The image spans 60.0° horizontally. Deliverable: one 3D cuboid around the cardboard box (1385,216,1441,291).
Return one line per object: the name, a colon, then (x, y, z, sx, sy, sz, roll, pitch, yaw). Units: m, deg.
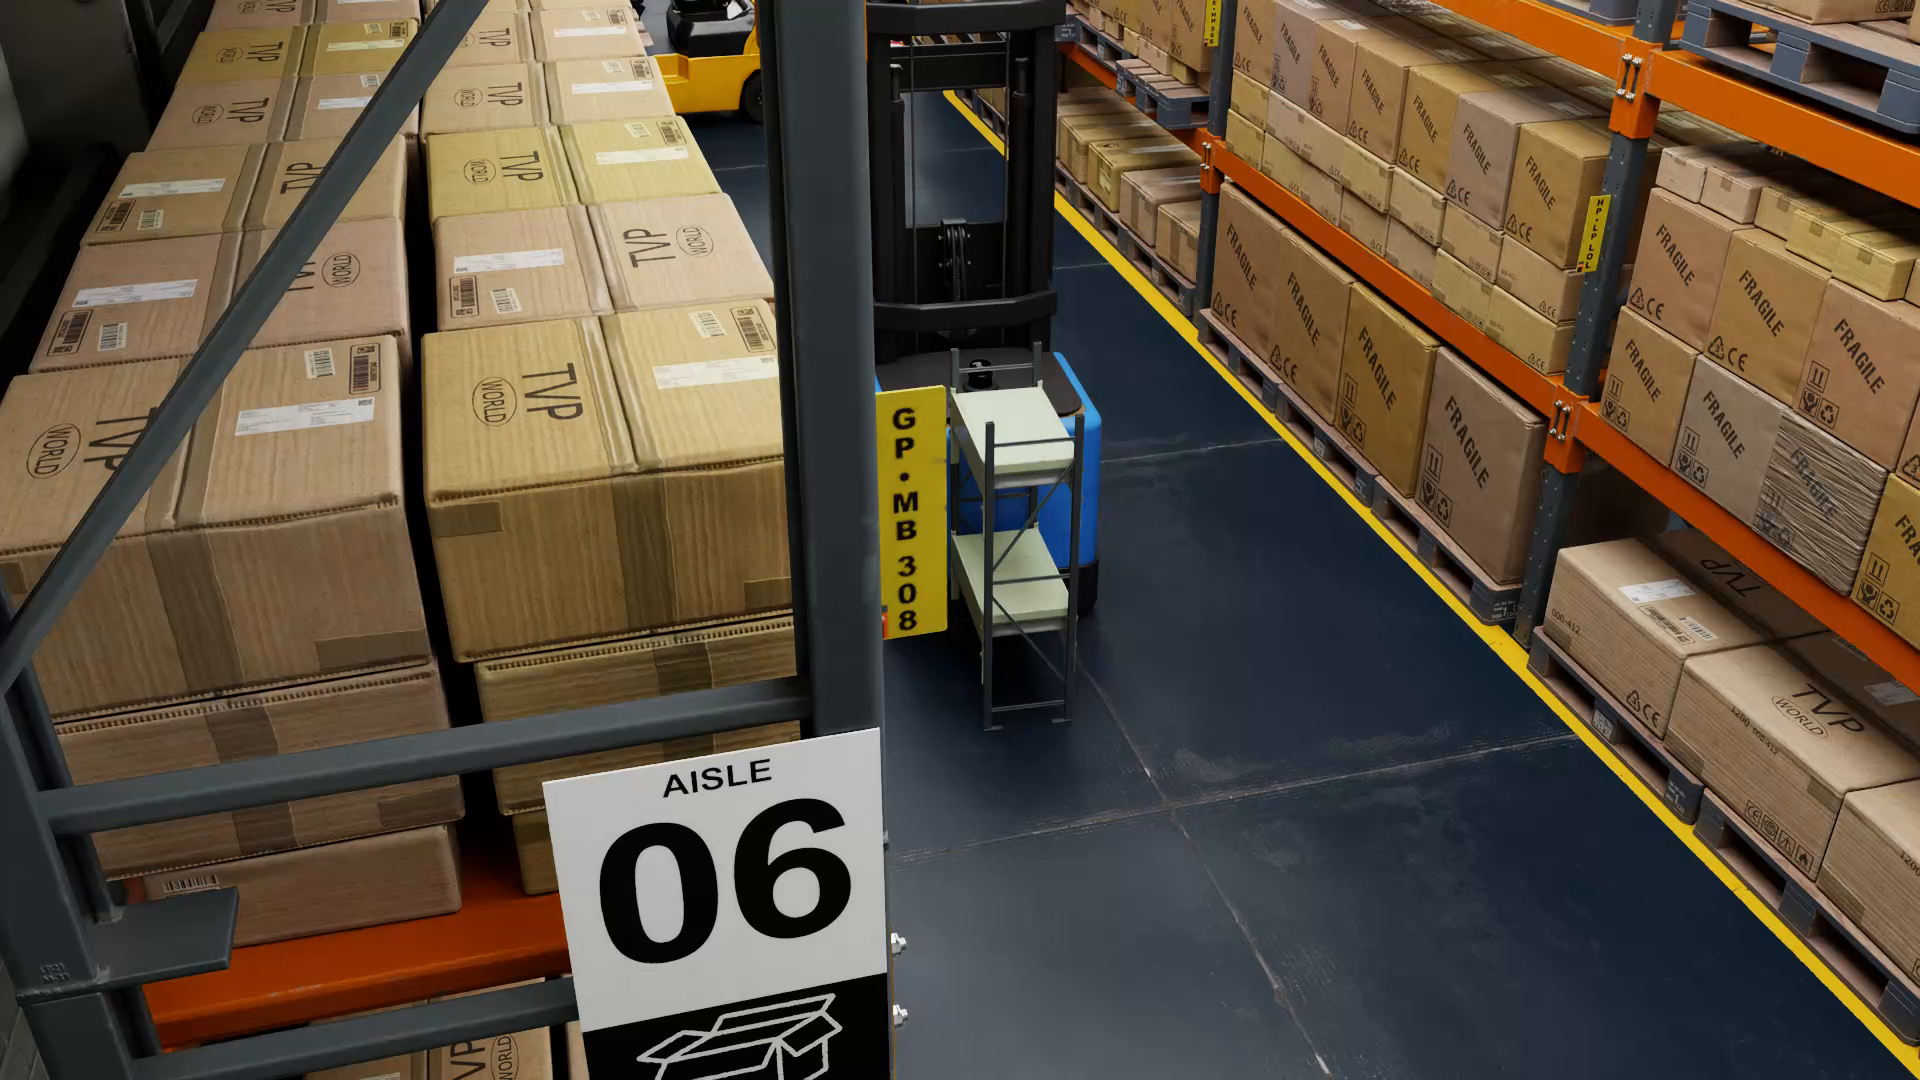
cardboard box: (2.524, -1.481, 8.464, 0.500, 0.250, 0.500, -9, 31, -15)

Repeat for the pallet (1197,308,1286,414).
pallet: (2.210, -1.205, 10.621, 1.003, 0.211, 1.213, -8, 31, -13)

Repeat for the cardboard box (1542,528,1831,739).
cardboard box: (3.199, 0.374, 7.248, 0.875, 0.438, 0.875, -8, 31, -14)

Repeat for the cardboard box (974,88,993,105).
cardboard box: (0.445, -4.232, 15.392, 0.500, 0.250, 0.500, -9, 31, -15)

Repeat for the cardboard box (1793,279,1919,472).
cardboard box: (3.282, -0.591, 5.678, 0.500, 0.500, 0.500, -7, 31, -12)

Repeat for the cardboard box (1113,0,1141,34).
cardboard box: (1.402, -3.831, 11.558, 0.500, 0.500, 0.500, -10, 32, -17)

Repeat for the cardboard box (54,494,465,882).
cardboard box: (-0.968, 0.183, 2.299, 0.500, 0.250, 0.500, -8, 31, -14)

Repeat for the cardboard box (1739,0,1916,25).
cardboard box: (3.089, -2.125, 5.814, 0.500, 0.500, 0.500, -7, 31, -12)

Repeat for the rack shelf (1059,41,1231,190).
rack shelf: (1.543, -3.457, 12.446, 1.077, 0.370, 4.000, -8, 31, -13)

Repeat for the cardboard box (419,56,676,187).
cardboard box: (-0.872, -0.837, 3.561, 0.500, 0.250, 0.500, -7, 31, -12)

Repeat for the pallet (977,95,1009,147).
pallet: (0.800, -3.847, 15.186, 1.003, 0.211, 1.213, -8, 31, -13)

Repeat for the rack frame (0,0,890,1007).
rack frame: (-0.587, -0.873, 1.276, 1.000, 3.000, 0.127, -8, 31, -13)

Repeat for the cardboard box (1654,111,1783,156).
cardboard box: (3.296, -1.597, 7.417, 0.500, 0.500, 0.500, -7, 31, -13)

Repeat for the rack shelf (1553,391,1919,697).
rack shelf: (3.666, 0.407, 5.771, 1.077, 0.370, 4.000, -8, 31, -13)

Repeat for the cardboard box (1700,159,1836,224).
cardboard box: (3.053, -1.319, 6.288, 0.380, 0.149, 0.250, -7, 31, -13)

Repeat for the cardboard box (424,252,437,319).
cardboard box: (-1.384, -0.555, 3.572, 0.500, 0.250, 0.500, -7, 31, -12)

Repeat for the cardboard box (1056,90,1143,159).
cardboard box: (1.154, -3.526, 14.051, 0.950, 0.372, 0.625, -7, 31, -13)

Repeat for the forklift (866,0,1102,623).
forklift: (8.886, -1.966, 9.017, 19.036, 3.140, 5.327, -6, 31, -10)

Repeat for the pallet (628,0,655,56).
pallet: (-1.755, -1.750, 5.972, 1.213, 0.211, 1.003, -8, 31, -13)

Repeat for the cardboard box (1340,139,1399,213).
cardboard box: (2.349, -1.937, 8.753, 0.500, 0.250, 0.500, -7, 31, -12)

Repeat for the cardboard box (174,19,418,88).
cardboard box: (-1.505, -1.017, 3.872, 0.500, 0.250, 0.500, -8, 31, -14)

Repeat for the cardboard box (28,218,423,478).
cardboard box: (-1.112, -0.284, 2.606, 0.500, 0.250, 0.500, -9, 31, -15)

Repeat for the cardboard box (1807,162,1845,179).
cardboard box: (3.489, -1.379, 6.393, 0.380, 0.149, 0.250, -7, 31, -12)

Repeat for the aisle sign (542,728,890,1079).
aisle sign: (-0.286, 0.592, 2.138, 0.394, 0.787, 0.004, -8, 31, -13)

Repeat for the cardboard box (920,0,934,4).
cardboard box: (-0.095, -5.545, 16.912, 0.500, 0.500, 0.500, -9, 31, -15)

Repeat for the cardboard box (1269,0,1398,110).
cardboard box: (2.110, -2.769, 9.442, 0.500, 0.500, 0.500, -8, 31, -13)

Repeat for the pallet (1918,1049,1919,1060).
pallet: (3.910, 1.893, 5.270, 1.003, 0.211, 1.213, -8, 31, -13)

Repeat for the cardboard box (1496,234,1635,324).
cardboard box: (2.784, -1.202, 7.484, 0.500, 0.250, 0.500, -8, 31, -13)

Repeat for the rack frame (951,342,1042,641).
rack frame: (0.157, -0.192, 7.584, 0.400, 1.500, 0.023, -6, 31, -10)

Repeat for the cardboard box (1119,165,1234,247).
cardboard box: (1.730, -2.476, 12.238, 0.950, 0.372, 0.625, -8, 31, -14)

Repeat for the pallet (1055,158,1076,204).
pallet: (1.220, -3.152, 13.984, 1.003, 0.211, 1.213, -8, 31, -13)

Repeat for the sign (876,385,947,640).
sign: (-0.064, -0.025, 1.933, 0.100, 0.325, 0.005, -8, 31, -13)

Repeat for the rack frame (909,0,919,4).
rack frame: (-0.050, -6.666, 17.273, 1.000, 3.000, 0.127, -8, 31, -13)

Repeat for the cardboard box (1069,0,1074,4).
cardboard box: (1.061, -4.250, 12.930, 0.380, 0.149, 0.250, -6, 31, -10)

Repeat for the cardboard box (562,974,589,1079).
cardboard box: (-0.582, 1.161, 3.603, 0.500, 0.250, 0.500, -8, 31, -13)

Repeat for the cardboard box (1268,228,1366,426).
cardboard box: (2.410, -1.289, 9.684, 0.875, 0.875, 0.875, -7, 31, -13)

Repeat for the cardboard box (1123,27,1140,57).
cardboard box: (1.363, -3.492, 11.620, 0.380, 0.149, 0.250, -7, 31, -12)

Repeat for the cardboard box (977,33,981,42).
cardboard box: (0.460, -4.546, 15.187, 0.500, 0.500, 0.500, -7, 31, -12)

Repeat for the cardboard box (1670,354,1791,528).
cardboard box: (3.137, -0.409, 6.362, 0.500, 0.500, 0.500, -8, 31, -13)

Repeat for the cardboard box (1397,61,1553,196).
cardboard box: (2.515, -2.025, 8.157, 0.500, 0.500, 0.500, -7, 31, -12)

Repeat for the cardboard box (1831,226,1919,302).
cardboard box: (3.211, -0.940, 5.635, 0.380, 0.149, 0.250, -9, 31, -15)

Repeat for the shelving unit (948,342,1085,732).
shelving unit: (0.228, -0.012, 7.273, 0.431, 1.500, 0.755, -6, 31, -10)

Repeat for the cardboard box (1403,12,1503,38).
cardboard box: (2.733, -2.576, 9.108, 0.500, 0.500, 0.500, -8, 31, -13)
